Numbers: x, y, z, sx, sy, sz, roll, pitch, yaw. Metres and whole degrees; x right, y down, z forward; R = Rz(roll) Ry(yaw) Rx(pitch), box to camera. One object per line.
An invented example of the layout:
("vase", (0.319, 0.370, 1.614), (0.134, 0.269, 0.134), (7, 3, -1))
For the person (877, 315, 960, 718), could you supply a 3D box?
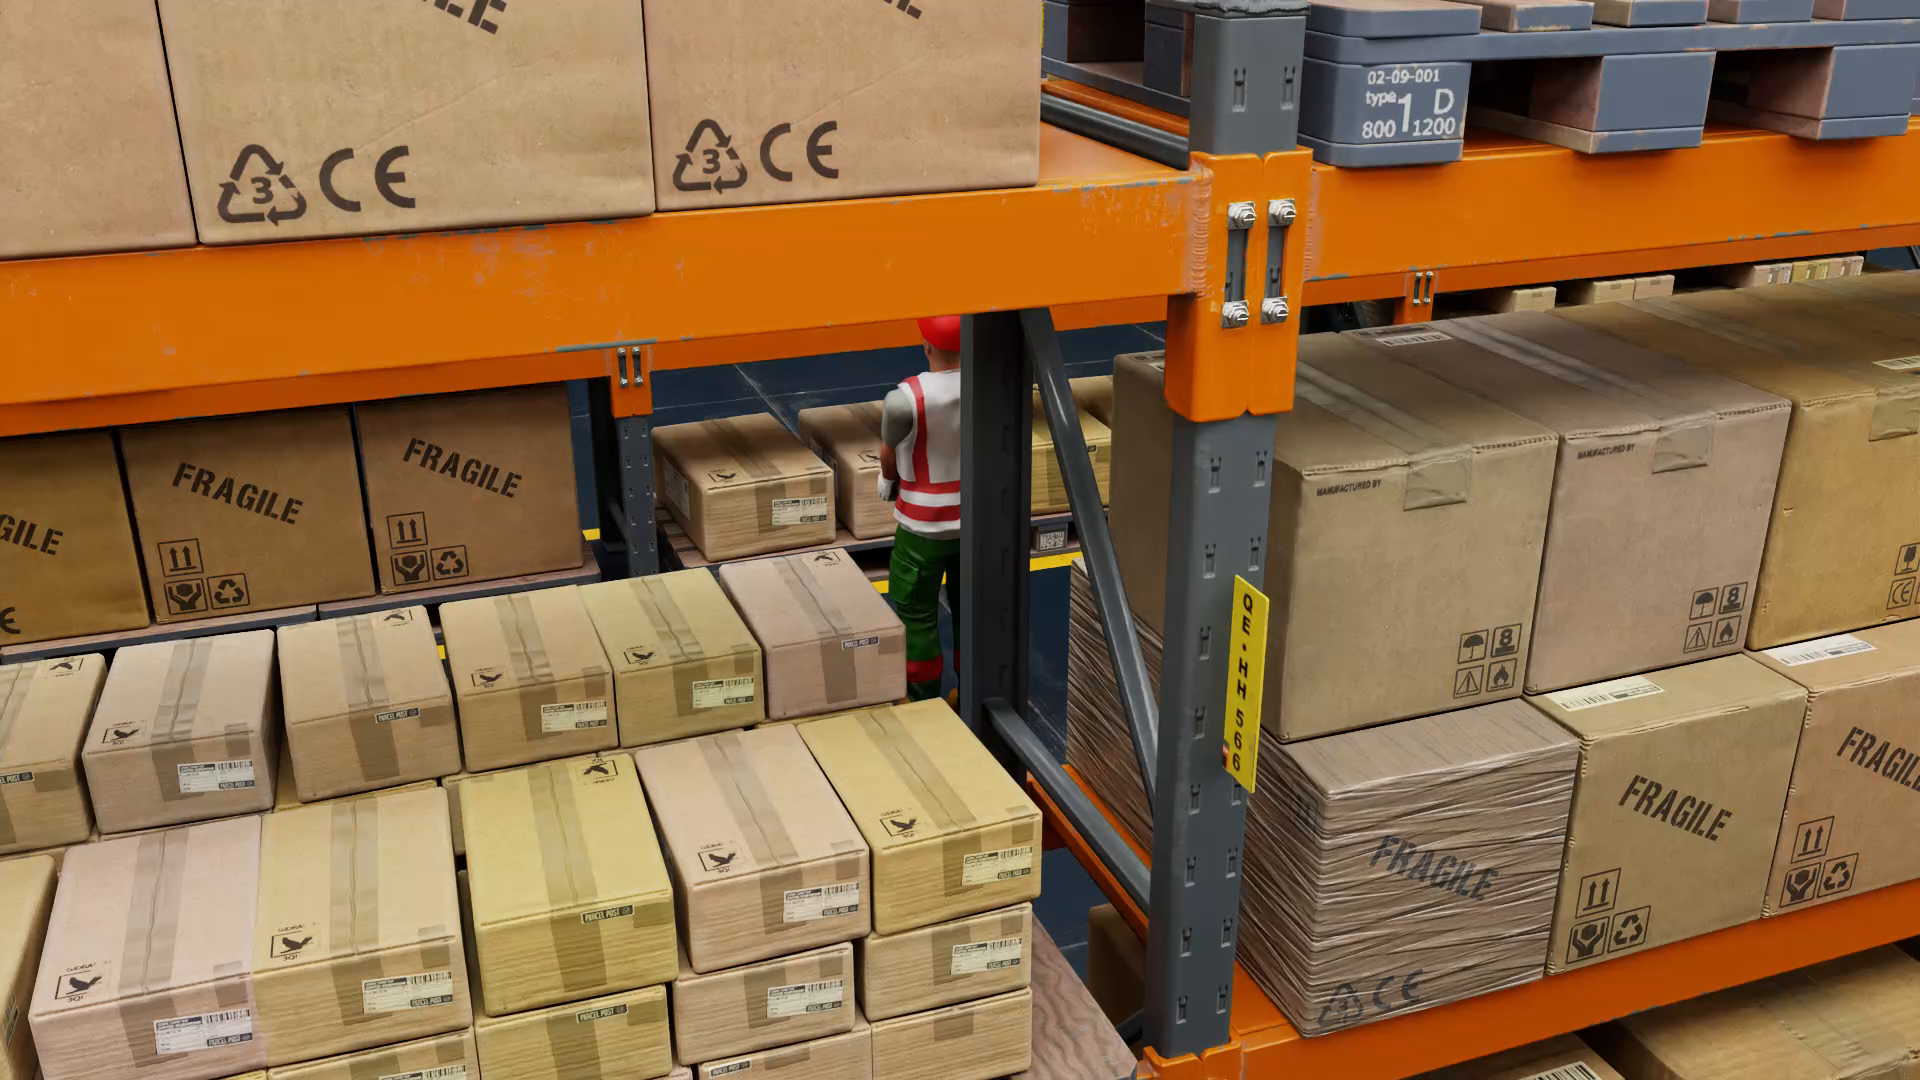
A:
("person", (-0.092, -0.095, 6.300), (0.494, 1.782, 0.573), (-8, 24, -19))
